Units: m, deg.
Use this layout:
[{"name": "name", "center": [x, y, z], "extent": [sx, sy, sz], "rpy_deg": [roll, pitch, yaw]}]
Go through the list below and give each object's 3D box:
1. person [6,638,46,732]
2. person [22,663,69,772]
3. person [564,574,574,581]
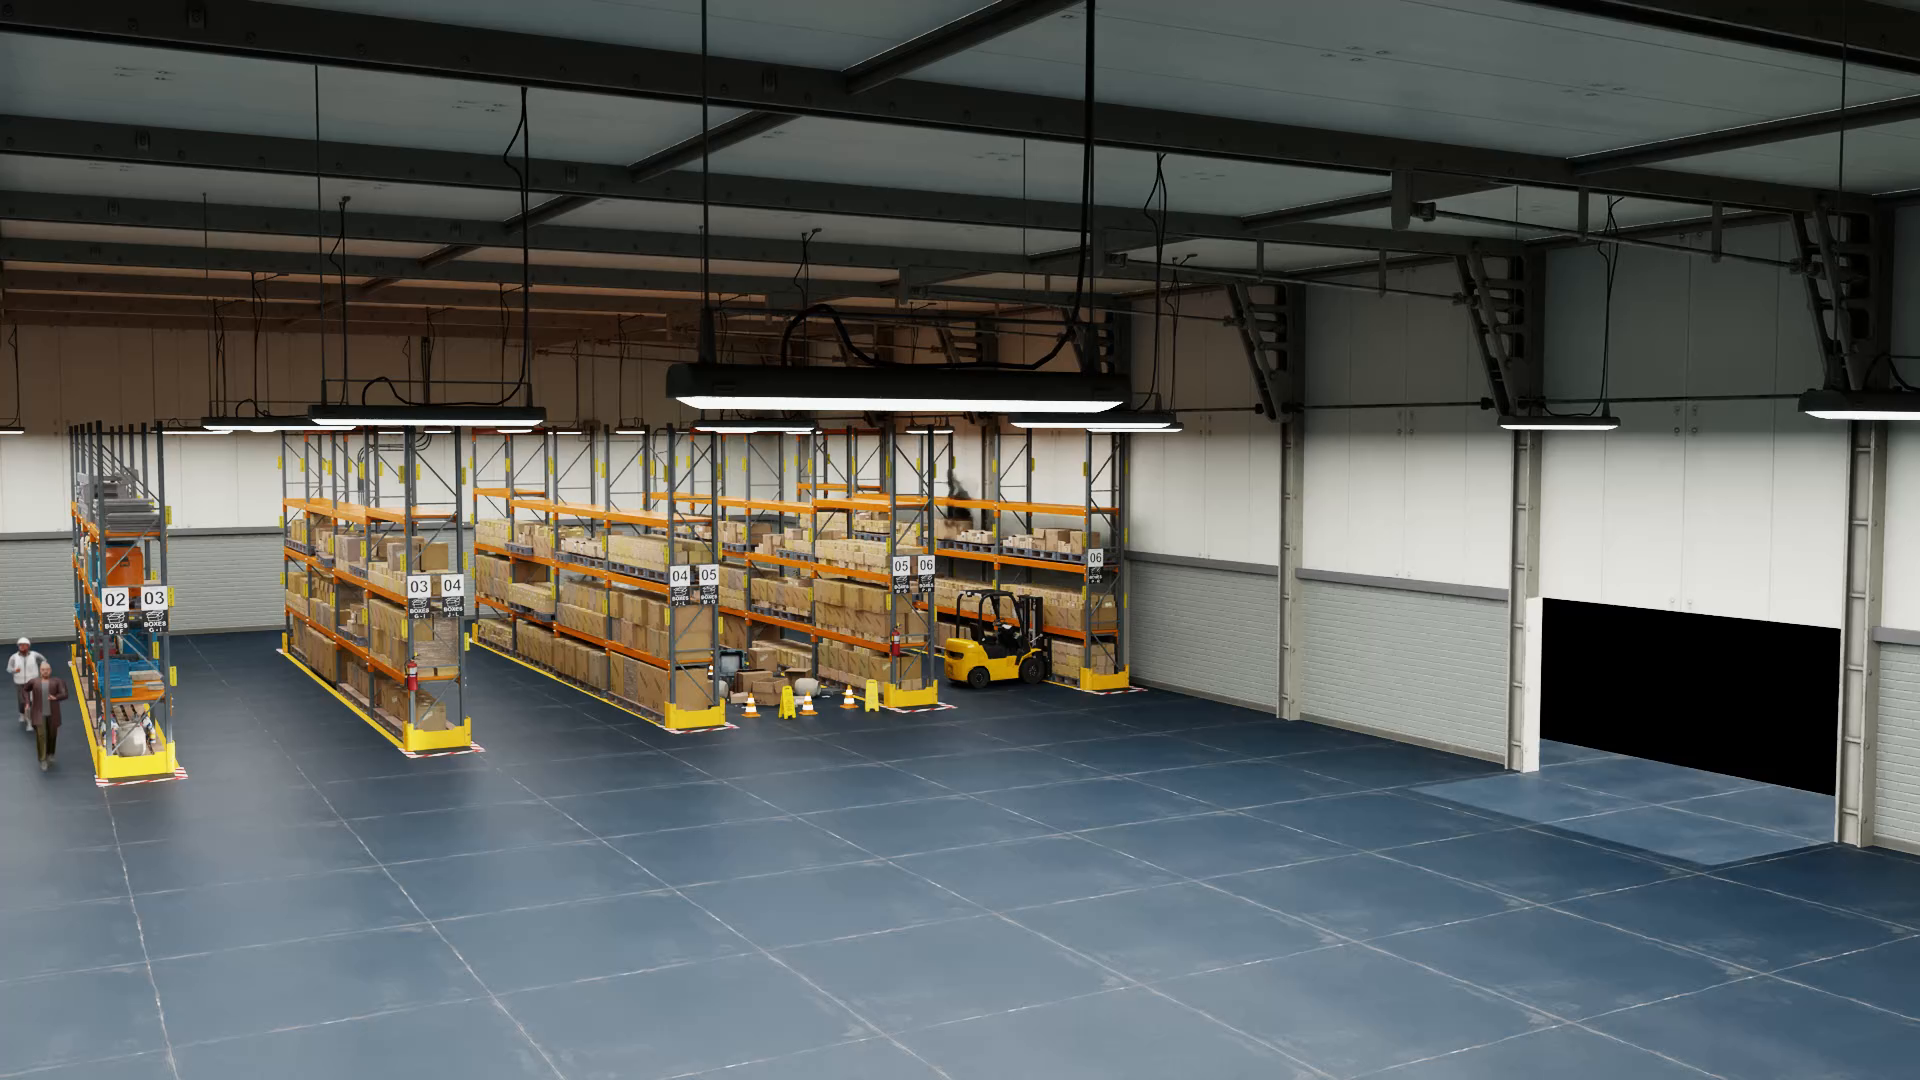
[{"name": "person", "center": [-18.358, 2.813, 32.718], "extent": [0.665, 1.808, 0.945], "rpy_deg": [-1, 4, -22]}, {"name": "person", "center": [-15.824, 3.035, 28.804], "extent": [0.682, 1.824, 0.906], "rpy_deg": [-2, 4, -33]}, {"name": "person", "center": [-11.521, 1.839, 49.416], "extent": [0.701, 1.695, 0.616], "rpy_deg": [-1, 4, -20]}]
